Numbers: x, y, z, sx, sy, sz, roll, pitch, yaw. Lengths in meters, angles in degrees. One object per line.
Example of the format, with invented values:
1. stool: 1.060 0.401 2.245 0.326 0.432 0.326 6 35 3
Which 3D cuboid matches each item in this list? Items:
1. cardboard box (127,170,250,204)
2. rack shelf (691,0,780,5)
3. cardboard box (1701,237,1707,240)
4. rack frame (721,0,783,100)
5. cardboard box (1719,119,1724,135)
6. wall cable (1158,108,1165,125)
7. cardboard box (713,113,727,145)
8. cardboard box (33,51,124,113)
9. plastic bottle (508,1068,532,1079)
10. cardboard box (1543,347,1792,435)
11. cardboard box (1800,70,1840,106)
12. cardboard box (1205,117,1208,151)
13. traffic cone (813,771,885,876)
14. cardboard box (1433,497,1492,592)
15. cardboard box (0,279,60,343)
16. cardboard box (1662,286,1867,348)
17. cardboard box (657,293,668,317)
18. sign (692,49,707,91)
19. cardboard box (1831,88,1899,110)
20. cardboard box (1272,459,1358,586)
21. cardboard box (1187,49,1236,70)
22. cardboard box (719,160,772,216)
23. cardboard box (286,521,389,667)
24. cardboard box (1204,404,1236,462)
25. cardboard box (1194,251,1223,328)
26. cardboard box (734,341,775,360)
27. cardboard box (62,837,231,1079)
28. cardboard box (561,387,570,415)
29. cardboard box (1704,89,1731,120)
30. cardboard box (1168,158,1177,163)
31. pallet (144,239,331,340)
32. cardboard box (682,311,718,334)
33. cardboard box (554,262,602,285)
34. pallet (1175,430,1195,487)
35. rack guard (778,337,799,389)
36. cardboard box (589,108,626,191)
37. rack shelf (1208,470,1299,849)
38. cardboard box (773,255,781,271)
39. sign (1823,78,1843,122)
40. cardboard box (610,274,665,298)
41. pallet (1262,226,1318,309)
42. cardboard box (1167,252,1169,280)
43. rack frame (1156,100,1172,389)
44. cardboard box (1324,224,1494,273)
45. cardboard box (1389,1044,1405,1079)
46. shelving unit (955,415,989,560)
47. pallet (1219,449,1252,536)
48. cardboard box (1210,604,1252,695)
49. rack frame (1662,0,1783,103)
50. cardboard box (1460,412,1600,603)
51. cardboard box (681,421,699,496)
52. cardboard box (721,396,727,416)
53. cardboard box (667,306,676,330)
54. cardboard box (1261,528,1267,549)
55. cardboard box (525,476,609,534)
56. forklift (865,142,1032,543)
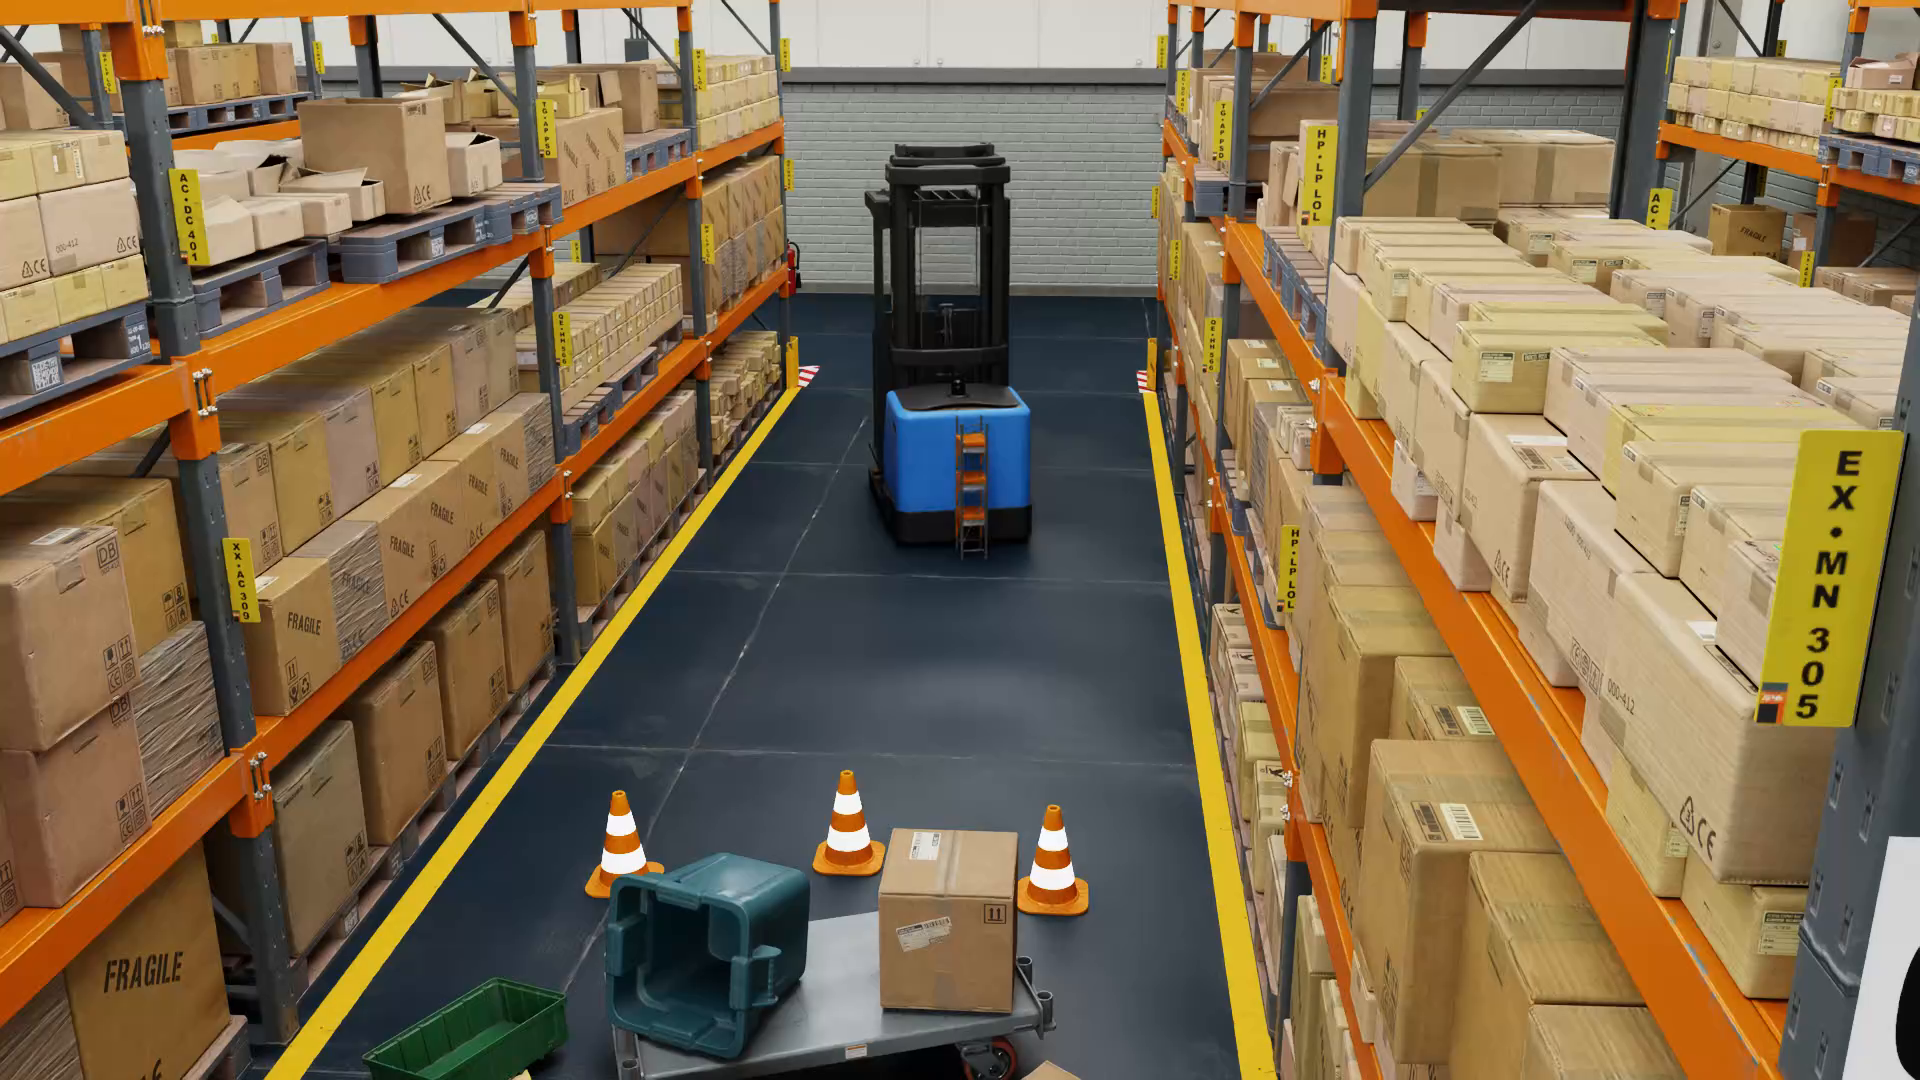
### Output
1. cardboard box: -3.333 -1.402 6.974 0.500 0.250 0.500 1 18 3
2. rack shelf: -2.486 -5.026 14.971 1.077 0.370 4.000 1 18 4
3. cardboard box: 7.252 -2.886 16.677 0.500 0.250 0.500 1 18 4
4. rack frame: -2.342 -5.991 16.754 1.000 3.000 0.127 1 18 4
5. cardboard box: 7.182 -3.767 15.189 0.380 0.149 0.250 1 18 3
6. wall cable: 2.983 -5.310 22.630 0.585 1.953 0.123 1 18 4
7. cardboard box: -2.306 -3.545 14.349 0.500 0.250 0.500 1 18 3
8. cardboard box: -7.573 -4.004 14.512 0.700 0.500 0.500 0 18 1
9. plastic bottle: -1.717 2.103 6.407 0.133 0.061 0.283 -9 20 -25
10. cardboard box: 1.381 -0.281 3.269 0.380 0.149 0.250 1 18 2
11. cardboard box: 7.063 -3.604 13.247 0.500 0.250 0.500 1 18 4
12. cardboard box: 1.778 -2.573 10.681 0.396 0.266 0.258 1 18 3
13. traffic cone: -0.542 1.343 8.081 0.336 0.463 0.334 1 18 4
14. cardboard box: 1.268 0.007 3.669 0.380 0.149 0.250 1 18 3
15. cardboard box: -2.945 -0.687 4.954 0.380 0.149 0.250 2 18 5
16. cardboard box: 1.911 -0.511 3.971 0.380 0.149 0.250 1 18 5
17. cardboard box: -2.499 -1.832 12.949 0.380 0.149 0.250 2 18 6
18. sign: -2.075 -3.744 13.253 0.100 0.325 0.005 1 18 4
19. cardboard box: 6.808 -3.320 12.512 0.380 0.149 0.250 2 18 6
20. cardboard box: 1.581 -0.025 6.869 0.500 0.500 0.500 1 18 4
21. cardboard box: 2.308 -4.158 14.982 0.500 0.500 0.500 2 18 5
22. cardboard box: -2.163 -3.499 16.539 0.500 0.500 0.500 1 18 2
23. cardboard box: -2.861 0.226 7.257 0.500 0.500 0.500 1 18 4
24. cardboard box: 1.806 -0.668 10.384 0.500 0.250 0.500 1 18 2
25. cardboard box: 1.919 -1.736 11.637 0.500 0.500 0.500 1 18 3
26. cardboard box: -2.095 -1.937 16.966 0.380 0.149 0.250 1 18 3
27. cardboard box: -3.317 1.591 5.988 0.875 0.875 0.875 2 18 5
28. cardboard box: -2.682 -0.870 10.489 0.380 0.149 0.250 1 18 3
29. cardboard box: 7.184 -3.998 15.252 0.500 0.250 0.500 1 18 2
30. cardboard box: 2.301 -3.787 16.857 0.380 0.149 0.250 2 18 5
31. pallet: -3.186 -1.033 6.749 0.805 0.209 1.217 1 18 2
32. cardboard box: -2.282 -1.859 14.182 0.380 0.149 0.250 2 18 6
33. cardboard box: -3.116 -2.148 13.436 0.380 0.149 0.250 2 18 7
34. pallet: 2.448 -0.728 14.805 1.003 0.211 1.213 1 18 4
35. rack guard: -2.348 -1.928 18.005 1.175 0.500 0.348 1 18 4
36. cardboard box: -2.550 -2.610 11.094 0.500 0.500 0.500 1 18 4
37. rack shelf: 1.885 0.387 8.080 1.077 0.370 4.000 1 18 4
38. cardboard box: -2.084 -2.913 17.399 0.380 0.149 0.250 1 18 4
39. sign: 6.725 -3.390 12.803 0.100 0.325 0.005 1 18 4
40. cardboard box: -2.502 -1.968 12.884 0.380 0.149 0.250 1 18 2
41. pallet: 1.964 -1.181 7.196 1.213 0.211 1.003 1 18 4
42. cardboard box: 2.199 -2.494 15.557 0.500 0.500 0.500 2 18 6
43. rack frame: 2.602 -3.061 17.446 1.000 3.000 0.127 1 18 4
44. cardboard box: 1.639 -1.072 6.127 0.500 0.250 0.500 1 18 3
45. cardboard box: 1.354 1.077 4.180 0.500 0.500 0.500 1 18 5
46. shelving unit: 0.087 -0.390 12.427 0.215 1.050 0.252 -3 18 -8
47. pallet: 2.084 -0.261 9.211 1.213 0.211 1.003 1 18 4
48. cardboard box: 1.978 0.648 9.673 0.950 0.372 0.625 0 18 0
49. rack frame: 7.553 -5.802 16.178 1.000 3.000 0.127 1 18 4
50. cardboard box: 1.293 -0.069 3.263 0.500 0.250 0.500 2 18 5
51. cardboard box: -2.431 -0.674 13.502 0.500 0.500 0.500 1 18 3
52. cardboard box: -2.351 -1.230 15.286 0.380 0.149 0.250 0 18 1
53. cardboard box: -2.478 -1.769 13.234 0.380 0.149 0.250 1 18 4
54. cardboard box: 1.656 -0.059 8.013 0.380 0.149 0.250 2 18 6
55. cardboard box: -2.625 -0.232 10.949 0.500 0.250 0.500 0 18 1
56. forklift: -0.183 -1.790 13.679 1.130 2.935 3.031 -3 18 -8
